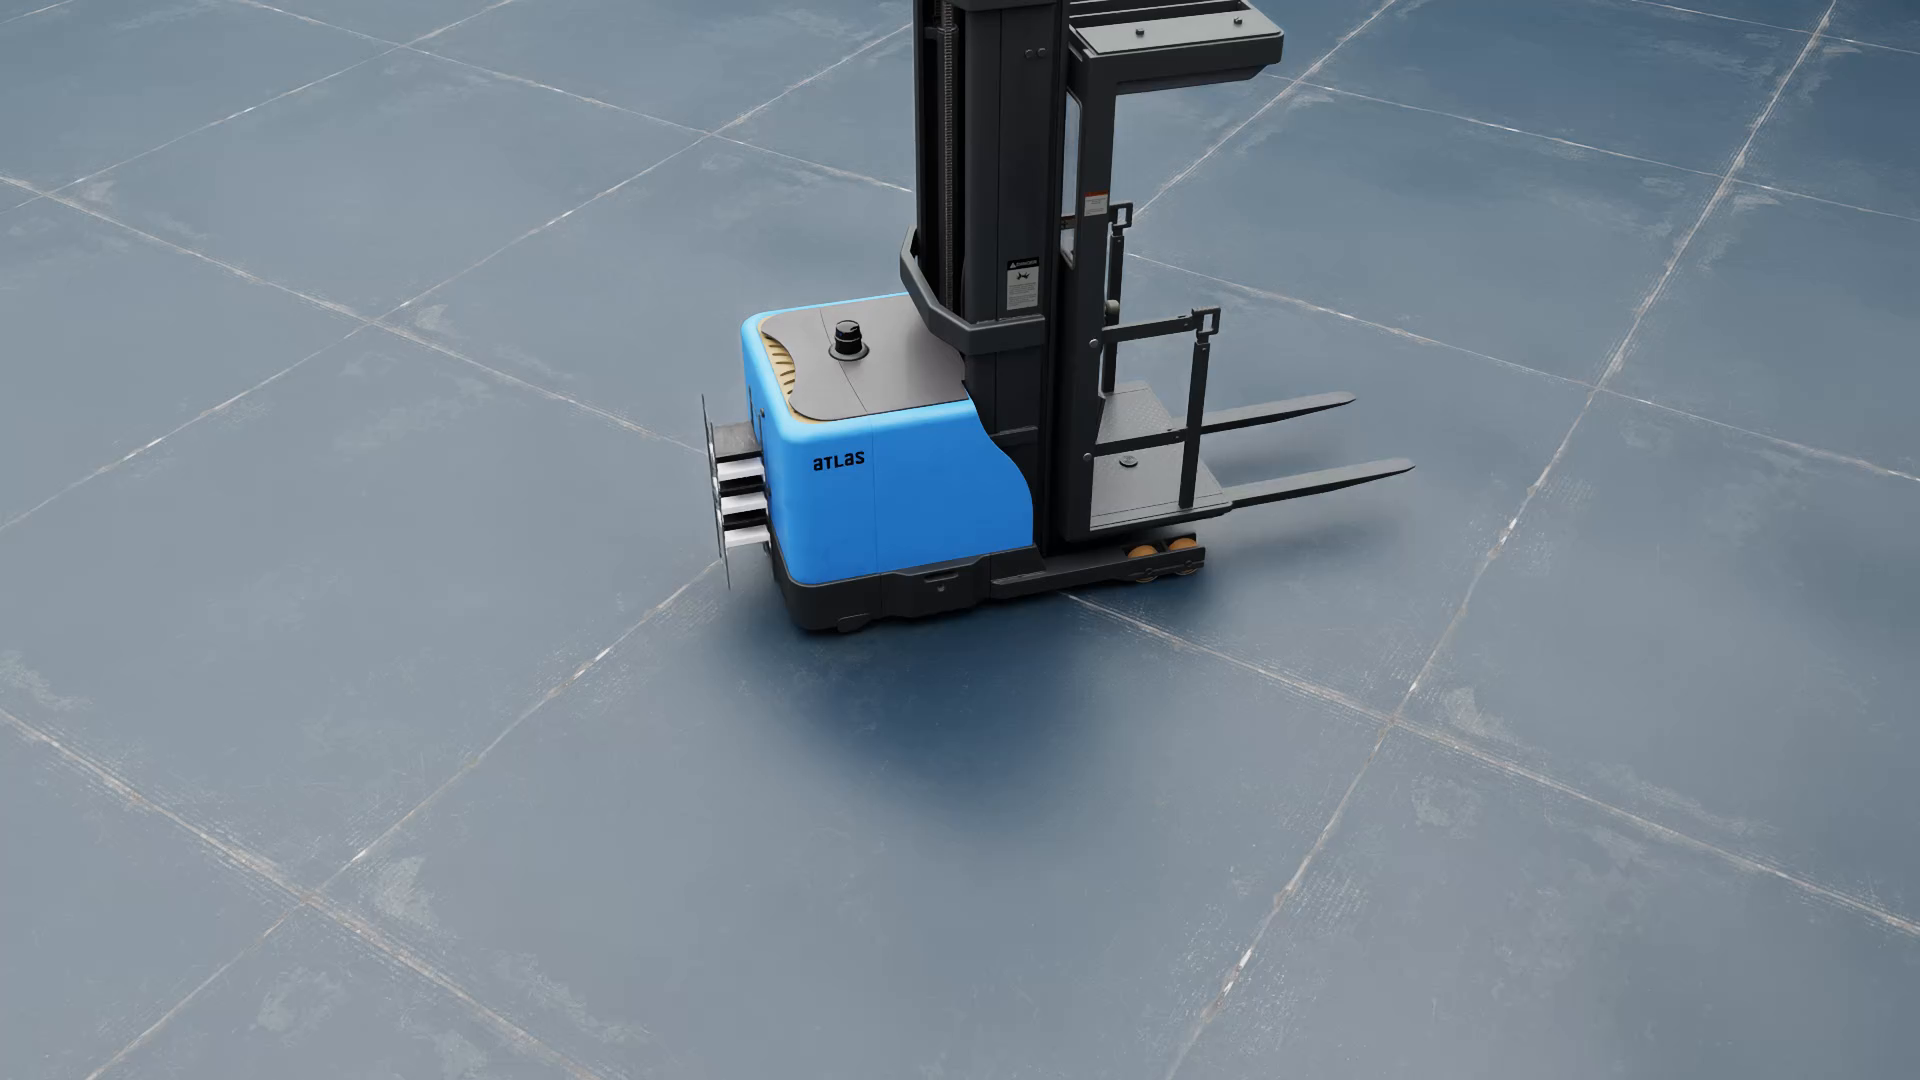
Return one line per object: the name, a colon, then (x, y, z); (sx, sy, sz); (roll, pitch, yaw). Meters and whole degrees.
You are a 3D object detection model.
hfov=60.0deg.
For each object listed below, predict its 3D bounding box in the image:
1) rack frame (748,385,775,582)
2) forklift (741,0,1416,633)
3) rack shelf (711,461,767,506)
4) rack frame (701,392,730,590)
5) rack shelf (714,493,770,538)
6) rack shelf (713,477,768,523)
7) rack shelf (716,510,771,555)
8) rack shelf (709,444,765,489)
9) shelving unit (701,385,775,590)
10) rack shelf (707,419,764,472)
rack frame: (-0.872, -0.239, 7.323); (0.006, 0.900, 0.240); (-10, 39, -13)
forklift: (0.605, -1.269, 6.996); (3.031, 2.935, 1.130); (-10, 39, -13)
rack shelf: (-0.970, -0.266, 7.266); (0.200, 0.077, 0.258); (-10, 39, -13)
rack frame: (-1.067, -0.204, 7.277); (0.006, 0.900, 0.240); (-10, 39, -13)
rack shelf: (-0.970, -0.124, 7.375); (0.200, 0.077, 0.258); (-10, 39, -13)
rack shelf: (-0.970, -0.195, 7.320); (0.200, 0.077, 0.258); (-10, 39, -13)
rack shelf: (-0.970, -0.052, 7.430); (0.200, 0.077, 0.258); (-10, 39, -13)
rack shelf: (-0.970, -0.338, 7.211); (0.200, 0.077, 0.258); (-10, 39, -13)
shelving unit: (-0.970, -0.221, 7.300); (0.210, 0.900, 0.258); (-10, 39, -13)
rack shelf: (-0.970, -0.409, 7.156); (0.200, 0.077, 0.258); (-10, 39, -13)
